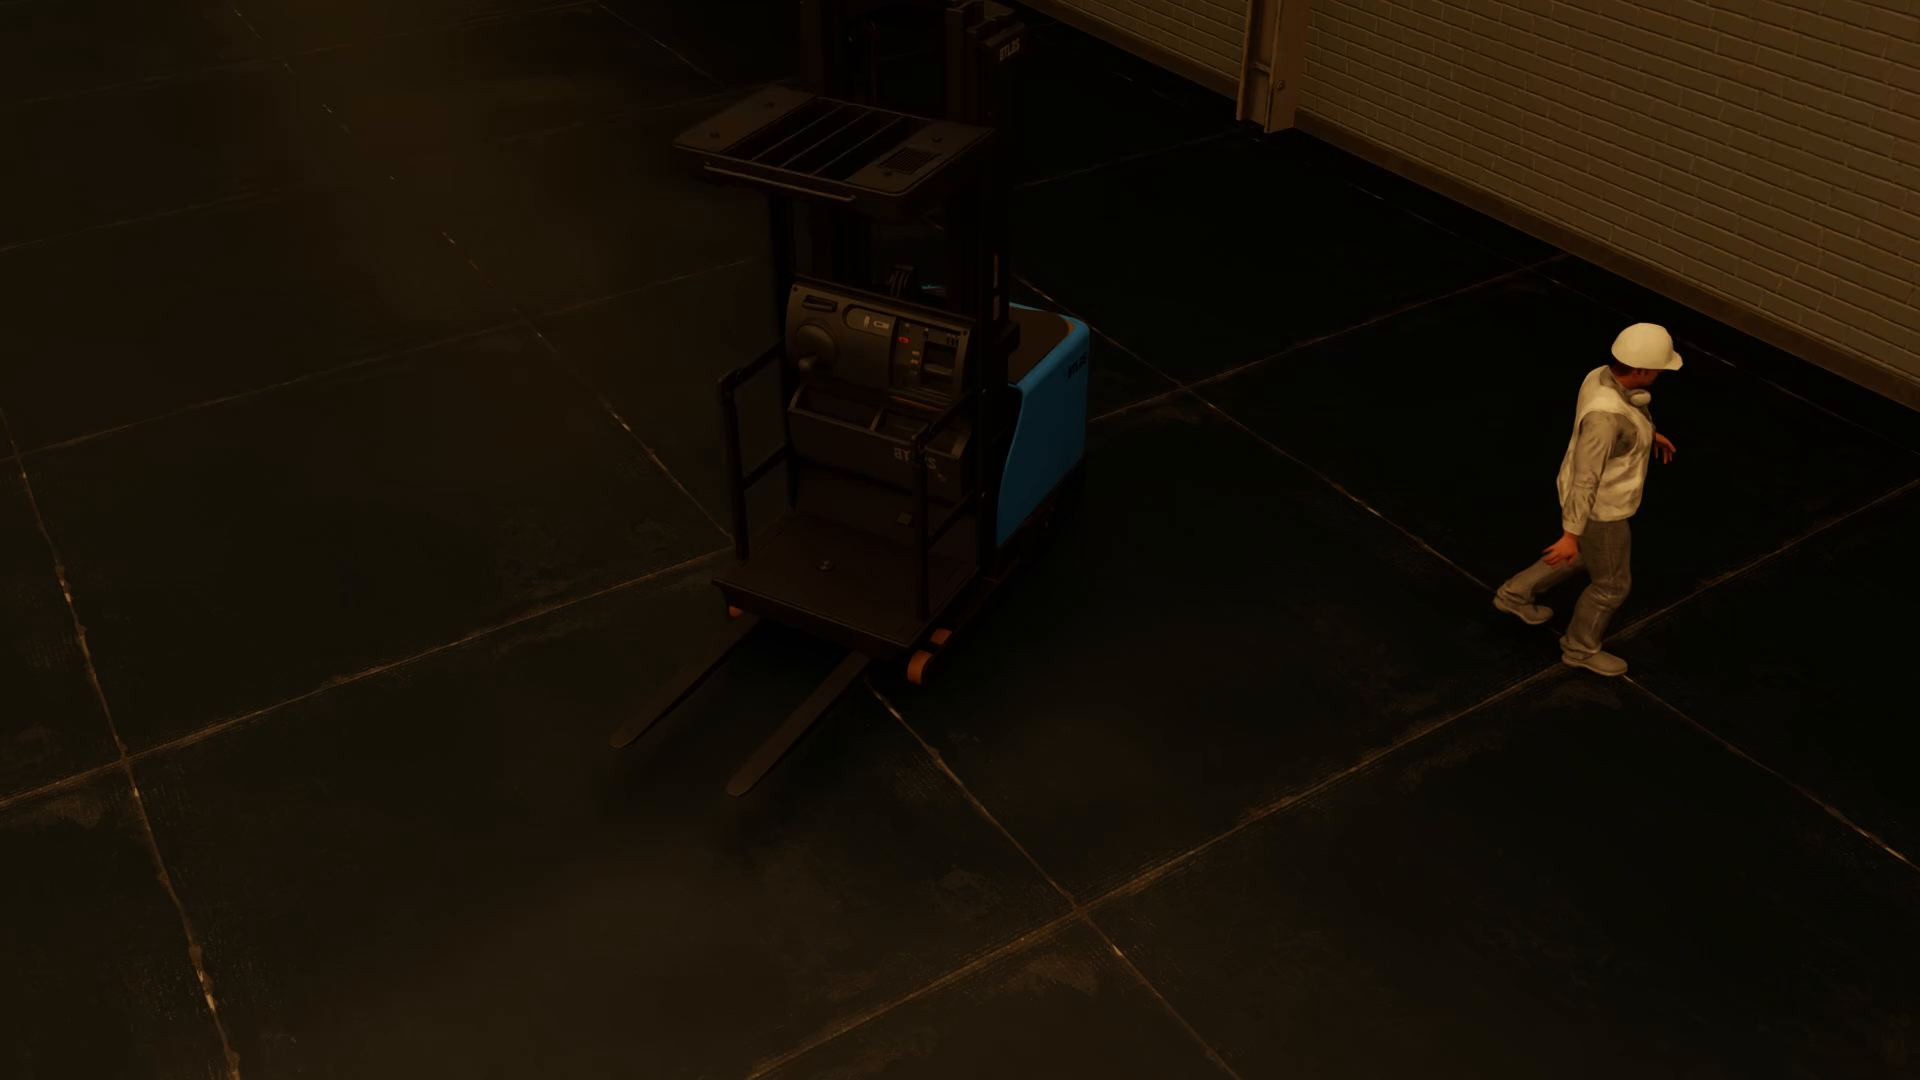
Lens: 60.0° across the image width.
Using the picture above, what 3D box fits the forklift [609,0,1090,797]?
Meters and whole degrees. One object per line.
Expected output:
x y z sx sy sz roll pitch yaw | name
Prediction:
-0.477 -0.819 7.313 1.130 2.935 3.031 17 39 23 | forklift

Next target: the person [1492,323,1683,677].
2.862 -0.179 7.434 0.669 1.754 0.841 8 36 11 | person
